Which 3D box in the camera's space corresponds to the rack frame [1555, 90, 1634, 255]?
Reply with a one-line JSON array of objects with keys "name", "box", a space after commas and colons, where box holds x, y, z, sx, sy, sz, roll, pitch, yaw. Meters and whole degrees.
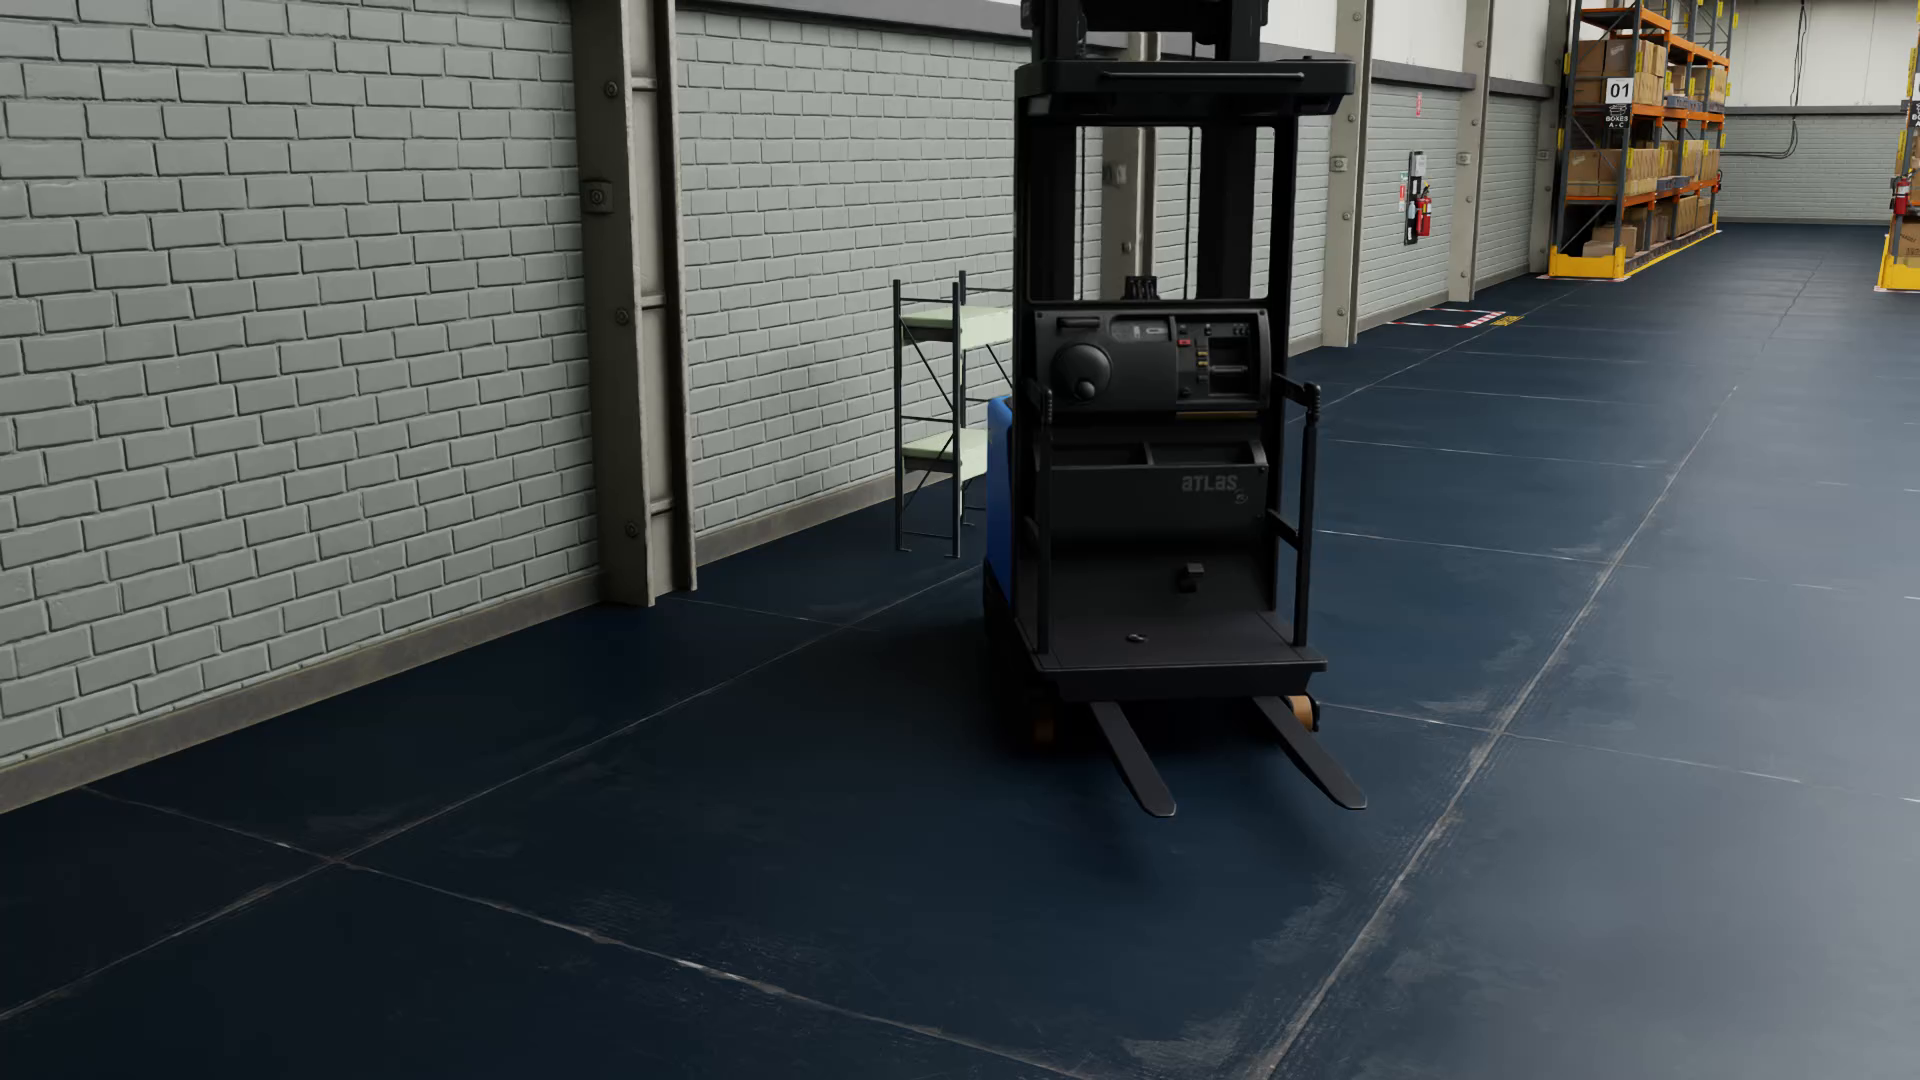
[{"name": "rack frame", "box": [10.451, -5.869, 27.477, 1.000, 3.000, 0.127, 7, 15, 28]}]

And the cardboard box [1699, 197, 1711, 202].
[{"name": "cardboard box", "box": [18.033, -8.254, 40.424, 0.380, 0.149, 0.250, 7, 15, 27]}]

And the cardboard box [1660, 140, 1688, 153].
[{"name": "cardboard box", "box": [14.778, -8.148, 34.438, 0.500, 0.250, 0.500, 8, 16, 29]}]

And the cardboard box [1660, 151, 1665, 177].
[{"name": "cardboard box", "box": [13.228, -7.305, 32.282, 0.700, 0.500, 0.500, 10, 17, 36]}]

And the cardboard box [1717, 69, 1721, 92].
[{"name": "cardboard box", "box": [17.320, -10.656, 38.545, 0.500, 0.500, 0.500, 7, 15, 28]}]

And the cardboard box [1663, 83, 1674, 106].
[{"name": "cardboard box", "box": [13.611, -8.773, 32.860, 0.797, 0.503, 0.637, 10, 17, 36]}]

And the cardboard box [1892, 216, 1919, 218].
[{"name": "cardboard box", "box": [15.990, -5.198, 28.065, 0.500, 0.500, 0.500, 7, 15, 28]}]

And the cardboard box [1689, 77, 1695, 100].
[{"name": "cardboard box", "box": [15.518, -9.762, 36.073, 0.700, 0.500, 0.500, 7, 15, 27]}]

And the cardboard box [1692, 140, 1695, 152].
[{"name": "cardboard box", "box": [15.503, -8.460, 35.736, 0.500, 0.250, 0.500, 7, 15, 27]}]

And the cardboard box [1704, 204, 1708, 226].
[{"name": "cardboard box", "box": [17.693, -7.883, 40.269, 0.700, 0.500, 0.500, 7, 15, 28]}]

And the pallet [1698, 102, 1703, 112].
[{"name": "pallet", "box": [15.852, -9.502, 36.557, 0.805, 0.209, 1.217, 7, 15, 26]}]

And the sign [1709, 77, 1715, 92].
[{"name": "sign", "box": [16.732, -10.134, 36.994, 0.100, 0.325, 0.005, 7, 15, 28]}]

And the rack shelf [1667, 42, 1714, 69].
[{"name": "rack shelf", "box": [15.285, -10.293, 35.415, 1.077, 0.370, 4.000, 7, 15, 28]}]

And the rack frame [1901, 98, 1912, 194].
[{"name": "rack frame", "box": [16.723, -6.129, 28.556, 1.000, 3.000, 0.127, 7, 15, 28]}]

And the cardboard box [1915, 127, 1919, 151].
[{"name": "cardboard box", "box": [16.271, -6.613, 27.582, 0.700, 0.500, 0.500, 7, 15, 28]}]

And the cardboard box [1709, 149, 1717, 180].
[{"name": "cardboard box", "box": [17.606, -9.041, 39.995, 0.980, 0.700, 0.700, 7, 15, 28]}]

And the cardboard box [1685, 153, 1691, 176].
[{"name": "cardboard box", "box": [15.039, -7.890, 34.971, 0.500, 0.500, 0.500, 8, 16, 30]}]

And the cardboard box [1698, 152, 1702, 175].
[{"name": "cardboard box", "box": [16.250, -8.411, 37.129, 0.500, 0.500, 0.500, 7, 15, 27]}]

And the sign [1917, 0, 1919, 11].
[{"name": "sign", "box": [20.124, -11.245, 34.813, 0.100, 0.325, 0.005, 7, 15, 28]}]

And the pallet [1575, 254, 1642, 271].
[{"name": "pallet", "box": [11.502, -4.941, 29.578, 1.003, 0.211, 1.213, 7, 15, 28]}]

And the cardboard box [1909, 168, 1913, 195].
[{"name": "cardboard box", "box": [16.514, -6.086, 28.164, 0.700, 0.500, 0.500, 7, 15, 27]}]

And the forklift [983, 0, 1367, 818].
[{"name": "forklift", "box": [0.775, -0.725, 6.286, 1.130, 2.935, 3.031, -1, 14, -6]}]

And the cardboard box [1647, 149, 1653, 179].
[{"name": "cardboard box", "box": [11.938, -6.654, 29.410, 0.500, 0.500, 0.500, 7, 15, 26]}]

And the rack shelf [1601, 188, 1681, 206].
[{"name": "rack shelf", "box": [13.352, -6.750, 32.668, 1.077, 0.370, 4.000, 7, 15, 28]}]

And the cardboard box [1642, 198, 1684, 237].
[{"name": "cardboard box", "box": [14.789, -6.805, 35.052, 0.750, 0.750, 0.750, 7, 15, 27]}]

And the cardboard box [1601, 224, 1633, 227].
[{"name": "cardboard box", "box": [11.918, -5.471, 30.221, 0.500, 0.500, 0.500, 6, 15, 24]}]

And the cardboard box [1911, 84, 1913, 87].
[{"name": "cardboard box", "box": [15.988, -7.632, 27.386, 0.500, 0.311, 0.500, 6, 15, 25]}]

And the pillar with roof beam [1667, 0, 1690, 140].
[{"name": "pillar with roof beam", "box": [22.503, -12.232, 41.071, 9.100, 9.000, 0.400, 7, 15, 28]}]

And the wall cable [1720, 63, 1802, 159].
[{"name": "wall cable", "box": [21.233, -11.678, 45.400, 3.097, 2.526, 0.112, 7, 15, 28]}]

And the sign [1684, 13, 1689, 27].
[{"name": "sign", "box": [17.703, -12.663, 40.528, 0.100, 0.325, 0.005, 7, 15, 28]}]

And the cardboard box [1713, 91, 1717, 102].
[{"name": "cardboard box", "box": [17.076, -10.184, 38.186, 0.500, 0.250, 0.500, 7, 15, 27]}]

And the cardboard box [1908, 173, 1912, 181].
[{"name": "cardboard box", "box": [18.055, -6.745, 31.301, 0.500, 0.311, 0.500, 7, 15, 27]}]

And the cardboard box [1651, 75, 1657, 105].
[{"name": "cardboard box", "box": [11.867, -7.854, 29.056, 0.500, 0.500, 0.500, 7, 15, 26]}]

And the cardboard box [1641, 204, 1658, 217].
[{"name": "cardboard box", "box": [13.686, -6.610, 33.346, 0.500, 0.250, 0.500, 8, 16, 29]}]

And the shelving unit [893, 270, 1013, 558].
[{"name": "shelving unit", "box": [-0.003, -0.728, 9.352, 0.431, 1.500, 0.755, 7, 15, 28]}]

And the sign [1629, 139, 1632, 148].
[{"name": "sign", "box": [13.831, -8.135, 34.408, 0.100, 0.325, 0.005, 7, 15, 28]}]

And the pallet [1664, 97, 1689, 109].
[{"name": "pallet", "box": [13.275, -8.384, 31.911, 1.213, 0.211, 1.003, 7, 15, 28]}]

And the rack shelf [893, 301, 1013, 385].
[{"name": "rack shelf", "box": [-0.003, -1.107, 9.261, 0.431, 0.370, 0.720, 7, 15, 28]}]

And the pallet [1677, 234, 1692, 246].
[{"name": "pallet", "box": [15.357, -6.557, 36.282, 1.003, 0.211, 1.213, 7, 15, 28]}]

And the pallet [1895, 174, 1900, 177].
[{"name": "pallet", "box": [20.109, -7.525, 34.758, 1.003, 0.211, 1.213, 7, 15, 28]}]

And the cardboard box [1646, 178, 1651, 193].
[{"name": "cardboard box", "box": [11.944, -6.289, 29.496, 0.500, 0.250, 0.500, 7, 15, 28]}]

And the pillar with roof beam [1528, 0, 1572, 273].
[{"name": "pillar with roof beam", "box": [13.801, -8.539, 25.753, 9.100, 9.000, 0.400, 7, 15, 28]}]

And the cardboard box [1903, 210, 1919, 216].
[{"name": "cardboard box", "box": [18.927, -6.543, 33.070, 0.500, 0.250, 0.500, 8, 16, 30]}]

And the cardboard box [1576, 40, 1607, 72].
[{"name": "cardboard box", "box": [10.431, -7.990, 27.484, 0.500, 0.500, 0.500, 8, 16, 31]}]

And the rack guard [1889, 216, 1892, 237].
[{"name": "rack guard", "box": [22.487, -7.360, 38.997, 1.175, 0.500, 0.348, 7, 15, 28]}]

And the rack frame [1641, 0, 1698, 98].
[{"name": "rack frame", "box": [14.319, -10.427, 33.582, 1.000, 3.000, 0.127, 7, 15, 28]}]

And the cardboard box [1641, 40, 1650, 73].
[{"name": "cardboard box", "box": [11.137, -8.020, 27.611, 0.500, 0.500, 0.500, 7, 15, 27]}]

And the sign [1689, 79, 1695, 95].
[{"name": "sign", "box": [14.793, -9.158, 33.616, 0.100, 0.325, 0.005, 7, 15, 28]}]

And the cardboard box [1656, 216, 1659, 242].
[{"name": "cardboard box", "box": [13.665, -6.263, 33.506, 0.700, 0.500, 0.500, 7, 15, 28]}]

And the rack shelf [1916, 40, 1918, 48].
[{"name": "rack shelf", "box": [17.690, -8.912, 29.687, 1.077, 0.370, 4.000, 7, 15, 28]}]

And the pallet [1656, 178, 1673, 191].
[{"name": "pallet", "box": [12.882, -6.737, 31.486, 1.003, 0.211, 1.213, 7, 15, 28]}]

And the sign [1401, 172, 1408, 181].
[{"name": "sign", "box": [5.556, -4.550, 20.800, 0.001, 0.109, 0.331, 7, 15, 28]}]
